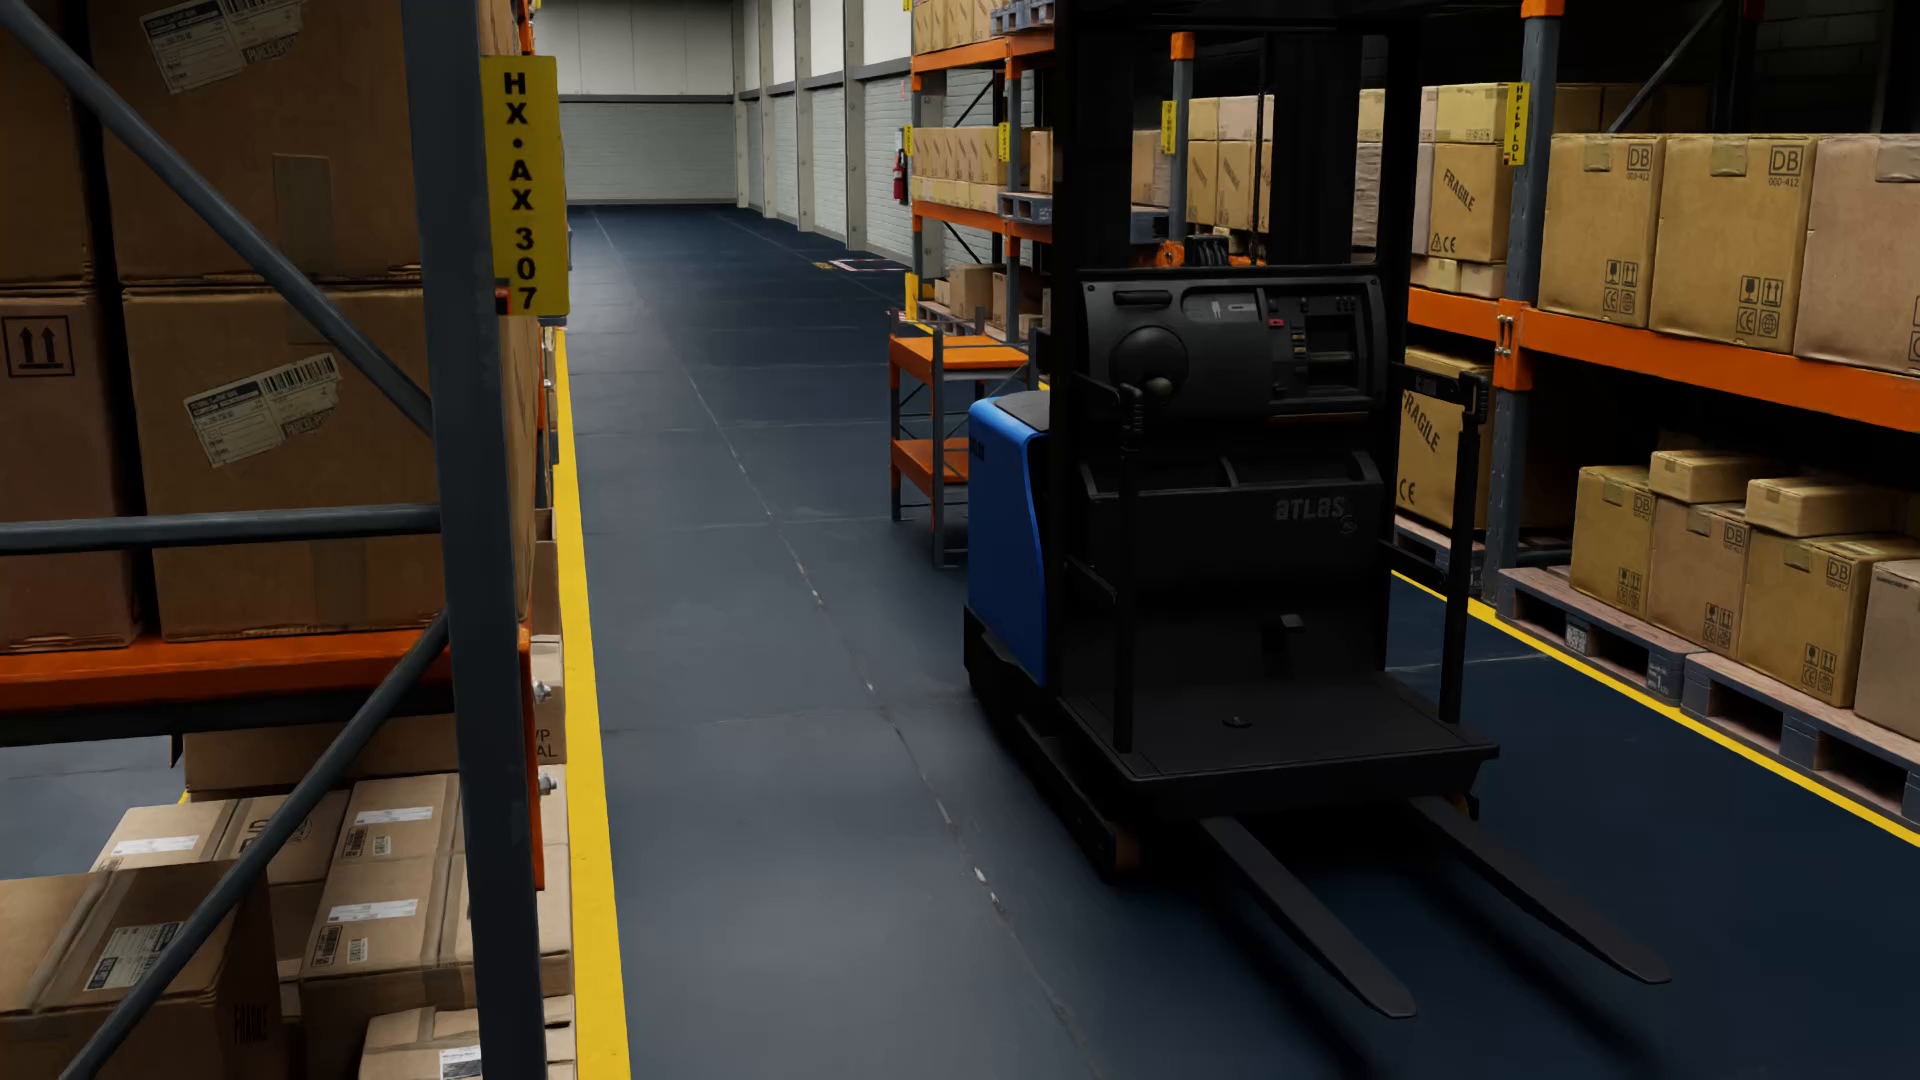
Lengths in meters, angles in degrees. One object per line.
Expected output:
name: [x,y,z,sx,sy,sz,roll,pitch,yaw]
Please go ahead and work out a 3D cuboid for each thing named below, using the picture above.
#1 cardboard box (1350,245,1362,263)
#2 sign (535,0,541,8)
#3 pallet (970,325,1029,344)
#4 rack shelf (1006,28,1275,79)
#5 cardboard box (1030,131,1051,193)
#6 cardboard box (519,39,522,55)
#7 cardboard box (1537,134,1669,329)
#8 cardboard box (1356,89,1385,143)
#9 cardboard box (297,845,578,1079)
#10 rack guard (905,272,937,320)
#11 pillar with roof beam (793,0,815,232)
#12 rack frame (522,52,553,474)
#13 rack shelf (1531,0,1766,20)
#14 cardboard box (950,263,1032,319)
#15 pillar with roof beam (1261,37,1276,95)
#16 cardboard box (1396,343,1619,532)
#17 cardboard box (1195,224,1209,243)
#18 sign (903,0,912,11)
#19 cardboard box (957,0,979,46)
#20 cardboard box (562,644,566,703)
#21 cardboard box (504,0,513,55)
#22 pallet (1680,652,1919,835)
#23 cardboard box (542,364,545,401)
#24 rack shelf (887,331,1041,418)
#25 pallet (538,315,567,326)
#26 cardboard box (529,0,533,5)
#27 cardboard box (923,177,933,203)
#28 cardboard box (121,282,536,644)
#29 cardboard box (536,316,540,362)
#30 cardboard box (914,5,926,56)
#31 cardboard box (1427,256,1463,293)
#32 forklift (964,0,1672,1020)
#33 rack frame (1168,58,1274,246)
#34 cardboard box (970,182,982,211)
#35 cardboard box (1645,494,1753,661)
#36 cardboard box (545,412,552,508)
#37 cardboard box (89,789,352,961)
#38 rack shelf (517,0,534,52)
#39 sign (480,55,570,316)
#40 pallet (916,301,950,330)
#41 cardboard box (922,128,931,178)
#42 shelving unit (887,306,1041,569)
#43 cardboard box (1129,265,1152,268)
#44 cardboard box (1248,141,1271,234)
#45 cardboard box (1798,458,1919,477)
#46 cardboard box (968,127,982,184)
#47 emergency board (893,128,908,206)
cardboard box: [2.178,-1.445,8.507,0.380,0.149,0.250,-4,14,-15]
sign: [-4.313,-5.566,16.872,0.100,0.325,0.005,-3,14,-13]
pallet: [0.718,-1.843,15.527,1.003,0.211,1.213,-3,14,-13]
rack shelf: [1.380,-3.691,12.411,1.077,0.370,4.000,-3,14,-13]
cardboard box: [0.996,-3.188,14.017,0.700,0.500,0.500,-3,14,-13]
cardboard box: [-1.655,-1.354,5.333,0.500,0.500,0.500,-3,14,-13]
cardboard box: [2.900,-1.219,6.464,0.980,0.700,0.700,-3,14,-12]
cardboard box: [2.200,-2.096,8.226,0.500,0.250,0.500,-3,14,-12]
cardboard box: [-1.056,0.866,3.429,0.500,0.250,0.500,-3,14,-13]
rack guard: [-0.012,-2.736,18.572,1.175,0.500,0.348,-3,14,-13]
pillar with roof beam: [-7.436,-10.681,33.186,9.100,9.000,0.400,-3,14,-13]
rack frame: [-2.965,-1.845,9.659,1.000,3.000,0.127,-3,14,-13]
rack shelf: [3.258,-1.846,4.856,1.077,0.370,4.000,-3,14,-13]
cardboard box: [0.303,-2.499,16.675,0.700,0.500,0.500,-4,14,-17]
pillar with roof beam: [-1.800,-5.144,10.523,9.100,9.000,0.400,-3,14,-13]
cardboard box: [2.510,-0.502,7.805,0.750,0.750,0.750,-3,14,-13]
cardboard box: [1.701,-1.921,10.456,0.380,0.149,0.250,-3,14,-14]
sign: [-0.557,-5.819,17.763,0.100,0.325,0.005,-3,14,-13]
cardboard box: [0.278,-4.906,15.615,0.500,0.500,0.500,-4,14,-15]
cardboard box: [-1.470,0.448,5.354,0.380,0.149,0.250,-3,14,-13]
cardboard box: [-1.177,-0.887,3.419,0.500,0.500,0.500,-3,14,-12]
pallet: [3.181,0.617,5.456,1.003,0.211,1.213,-3,14,-13]
cardboard box: [-2.255,-0.758,7.968,0.500,0.250,0.500,-4,14,-14]
rack shelf: [0.002,-0.829,8.218,0.538,0.278,1.000,-3,14,-13]
pallet: [-2.107,-1.019,6.684,1.003,0.211,1.213,-3,14,-13]
cardboard box: [-3.893,-4.709,14.070,0.500,0.311,0.500,-4,14,-16]
cardboard box: [-0.088,-3.655,17.342,0.500,0.250,0.500,-4,14,-15]
cardboard box: [-0.934,-0.165,2.572,0.500,0.500,0.500,-3,14,-12]
cardboard box: [-1.536,-0.751,4.970,0.500,0.500,0.500,-3,14,-12]
cardboard box: [-0.194,-5.392,17.604,0.500,0.500,0.500,-3,14,-12]
cardboard box: [2.352,-1.206,7.531,0.380,0.149,0.250,-3,14,-12]
forklift: [0.861,-0.587,4.653,1.130,2.935,3.031,-3,14,-13]
rack frame: [1.849,-2.122,10.793,1.000,3.000,0.127,-3,14,-13]
cardboard box: [0.395,-3.189,15.436,0.500,0.250,0.500,-3,14,-13]
cardboard box: [2.979,0.105,6.058,0.700,0.500,0.500,-3,14,-14]
cardboard box: [-2.267,-0.402,8.091,0.500,0.500,0.500,-4,14,-15]
cardboard box: [-1.647,0.790,3.740,0.500,0.250,0.500,-3,14,-13]
rack shelf: [-2.495,-2.491,7.500,1.077,0.370,4.000,-3,14,-13]
sign: [-0.559,-0.450,2.126,0.100,0.325,0.005,-3,14,-13]
pallet: [0.145,-2.406,17.831,1.003,0.211,1.213,-3,14,-13]
cardboard box: [-0.103,-4.027,17.285,0.500,0.500,0.500,-3,14,-13]
shelving unit: [0.002,-0.545,8.287,0.538,1.125,1.048,-3,14,-13]
cardboard box: [1.332,-2.018,13.128,0.500,0.250,0.500,-4,14,-15]
cardboard box: [1.944,-1.963,9.261,0.500,0.500,0.500,-3,14,-13]
cardboard box: [3.212,-0.188,5.892,0.380,0.149,0.250,-4,14,-15]
cardboard box: [0.375,-3.553,15.342,0.500,0.500,0.500,-3,14,-14]
emergency board: [-0.977,-5.811,25.891,0.194,1.169,0.643,-3,14,-13]
